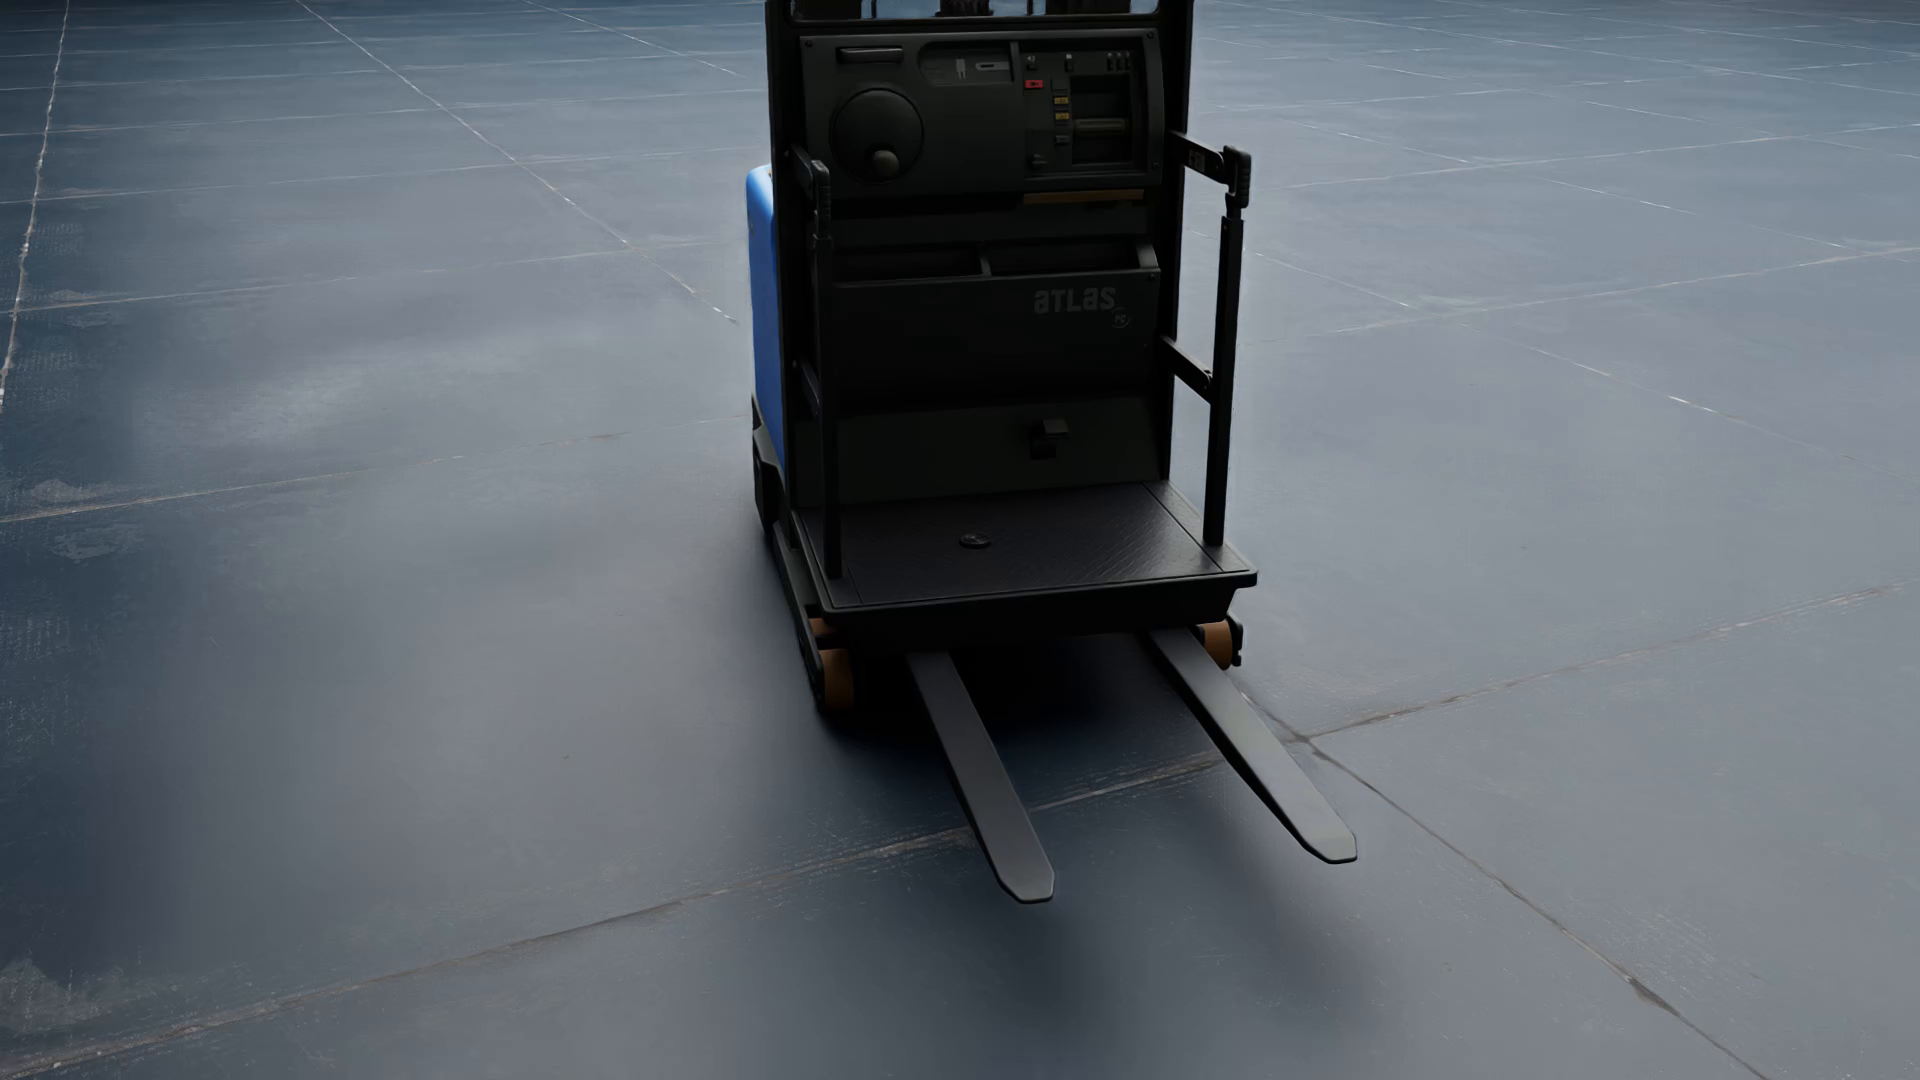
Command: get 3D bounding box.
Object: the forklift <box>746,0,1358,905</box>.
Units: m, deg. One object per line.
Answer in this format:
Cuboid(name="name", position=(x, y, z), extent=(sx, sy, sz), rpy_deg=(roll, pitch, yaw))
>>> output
Cuboid(name="forklift", position=(0.112, -1.075, 4.014), extent=(1.130, 2.935, 3.031), rpy_deg=(-5, 23, -11))
